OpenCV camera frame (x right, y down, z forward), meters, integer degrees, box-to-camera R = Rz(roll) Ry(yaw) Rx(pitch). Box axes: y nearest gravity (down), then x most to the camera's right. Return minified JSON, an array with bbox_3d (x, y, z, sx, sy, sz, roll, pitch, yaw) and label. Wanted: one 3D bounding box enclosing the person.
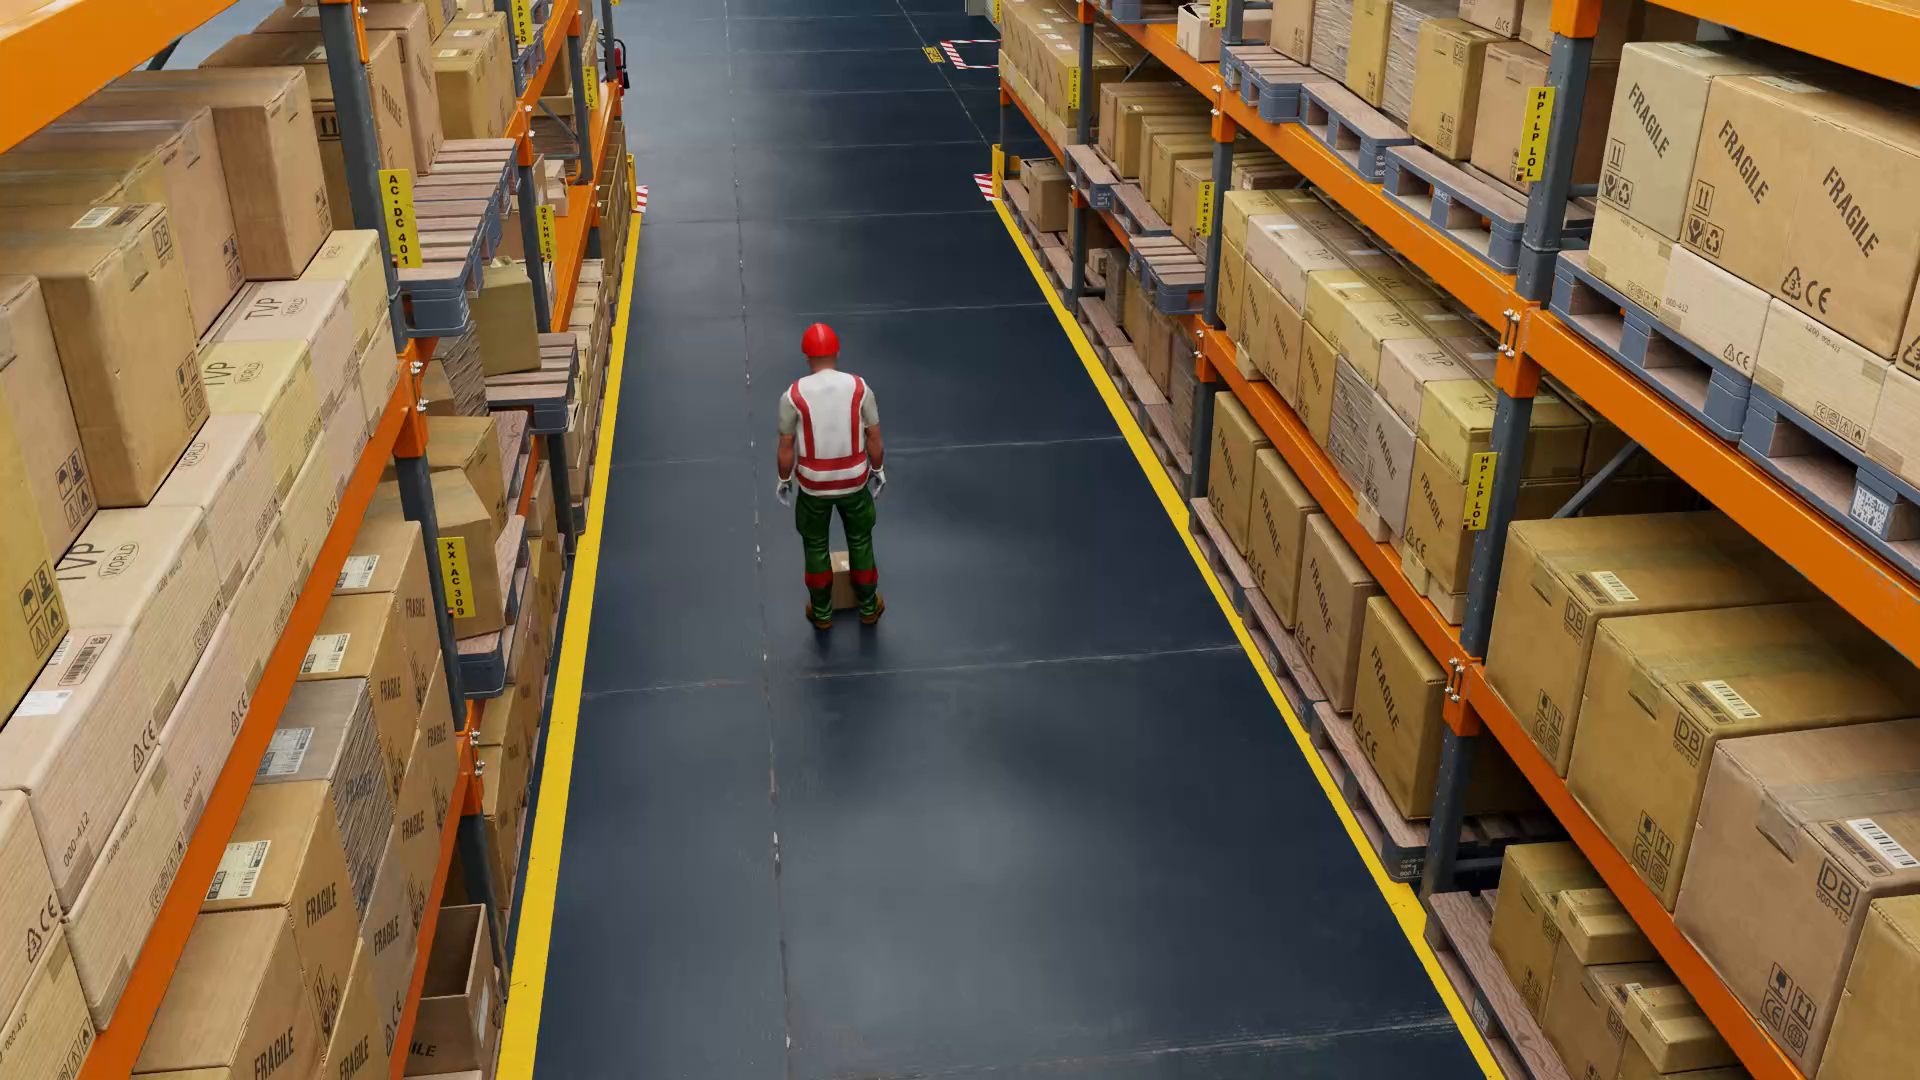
[{"bbox_3d":[-0.719,-0.339,9.267,0.620,1.780,0.446,-5,27,-10],"label":"person"}]
